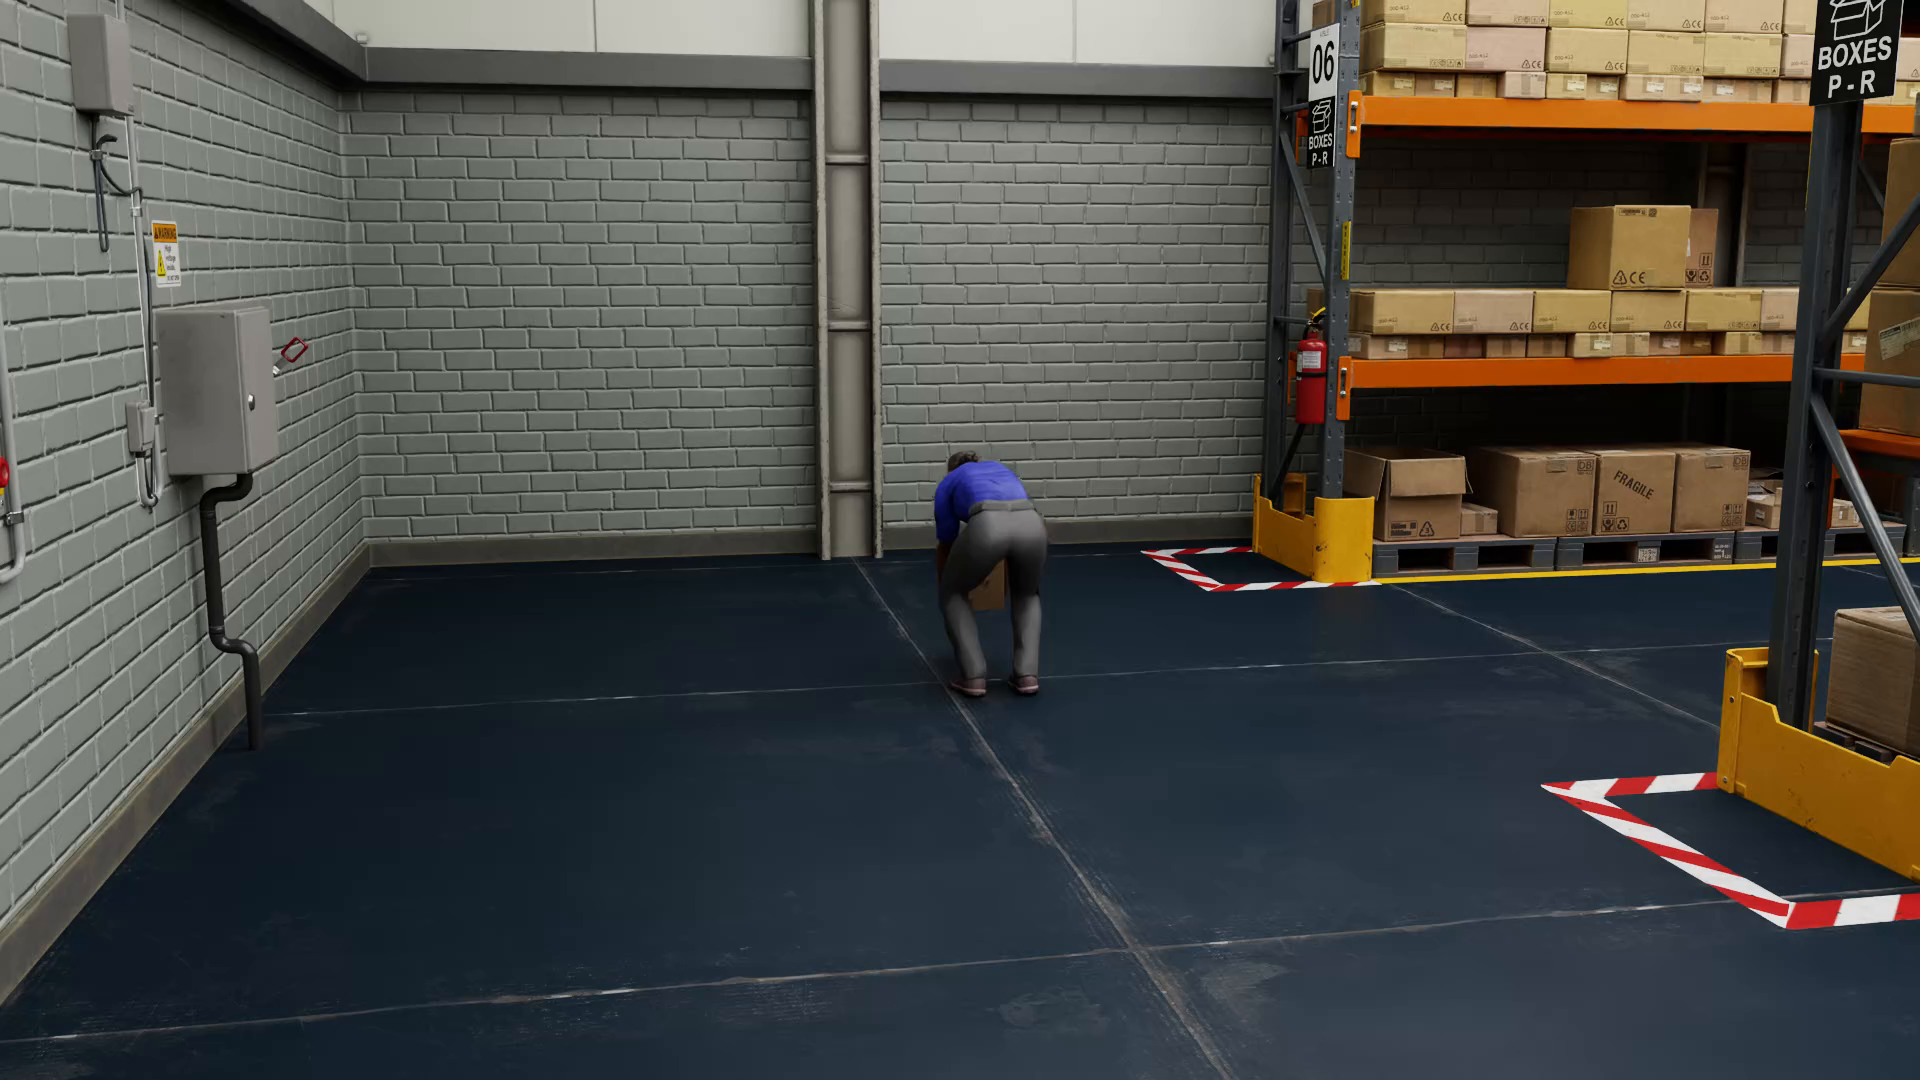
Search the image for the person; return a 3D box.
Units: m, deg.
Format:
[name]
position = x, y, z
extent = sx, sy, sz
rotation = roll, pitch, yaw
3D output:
[person]
position = 0.120, 0.136, 7.491
extent = 0.460, 1.027, 0.861
rotation = -2, 10, -14
